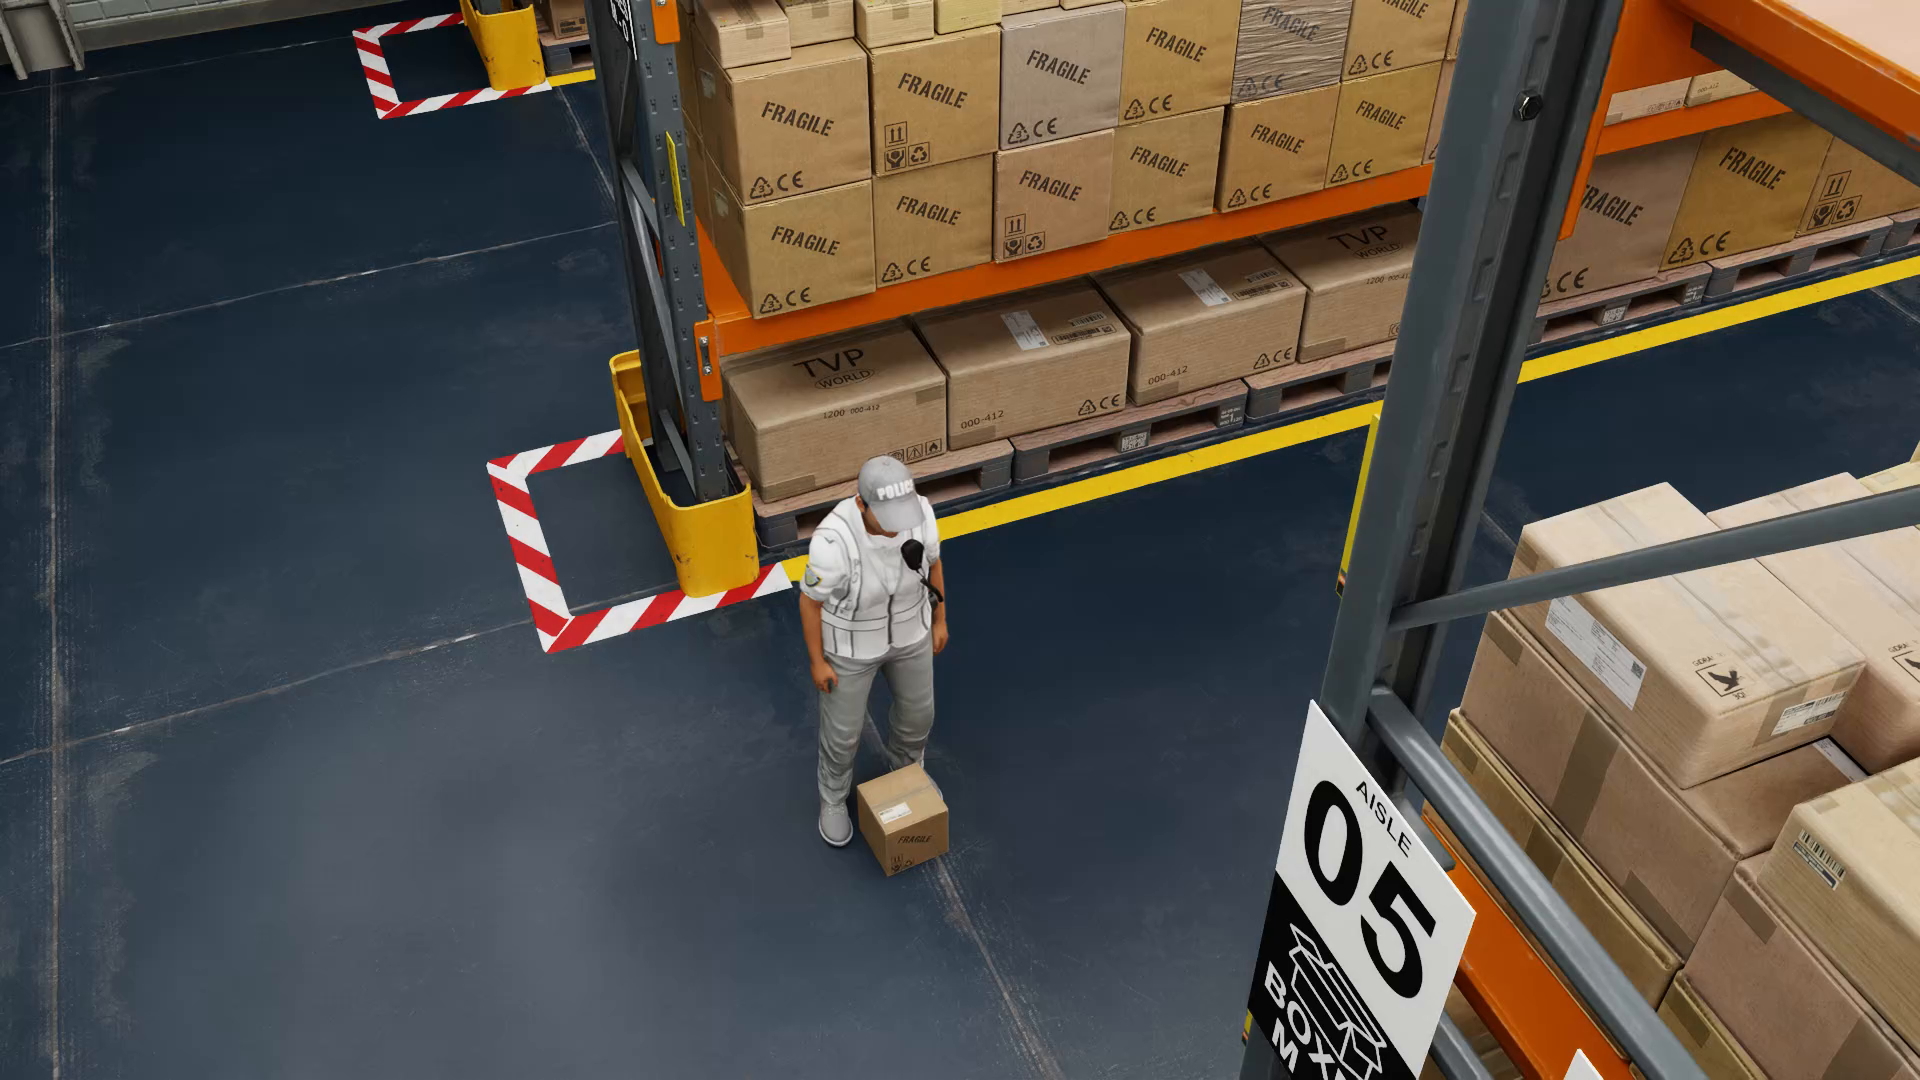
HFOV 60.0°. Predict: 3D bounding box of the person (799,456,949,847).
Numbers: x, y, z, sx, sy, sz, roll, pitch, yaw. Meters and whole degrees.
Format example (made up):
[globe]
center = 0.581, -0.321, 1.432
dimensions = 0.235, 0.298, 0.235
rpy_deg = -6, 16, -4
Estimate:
[person]
center = -0.293, 0.358, 5.757
dimensions = 0.563, 1.666, 0.469
rpy_deg = -18, 45, -19
